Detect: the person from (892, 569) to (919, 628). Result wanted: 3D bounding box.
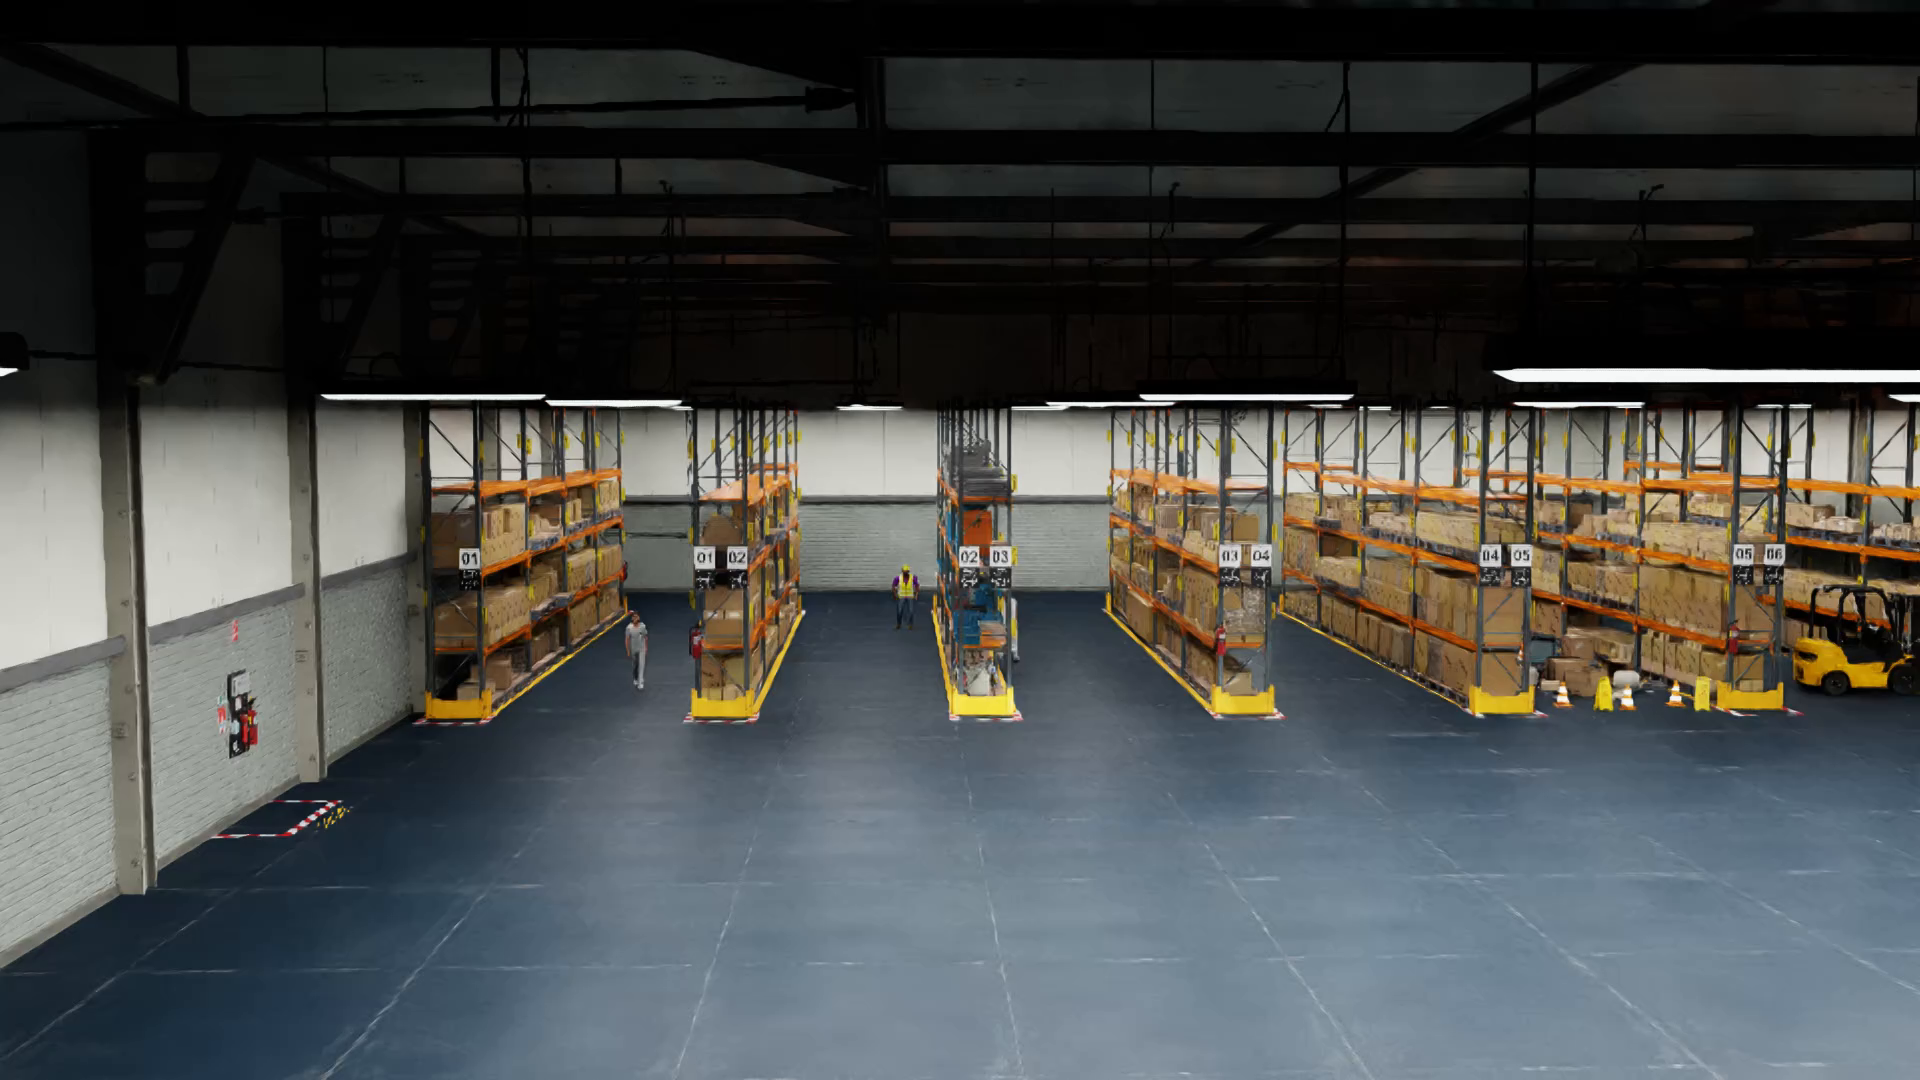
[{"bbox_3d":[-1.436,1.506,43.868,0.719,1.679,0.543,0,4,-3],"label":"person"}]

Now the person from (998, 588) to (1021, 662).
[{"bbox_3d":[1.082,1.910,38.033,0.528,1.727,1.030,-1,4,-10],"label":"person"}]

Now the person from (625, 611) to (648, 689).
[{"bbox_3d":[-6.699,2.250,34.392,0.449,1.586,1.099,0,4,-4],"label":"person"}]
